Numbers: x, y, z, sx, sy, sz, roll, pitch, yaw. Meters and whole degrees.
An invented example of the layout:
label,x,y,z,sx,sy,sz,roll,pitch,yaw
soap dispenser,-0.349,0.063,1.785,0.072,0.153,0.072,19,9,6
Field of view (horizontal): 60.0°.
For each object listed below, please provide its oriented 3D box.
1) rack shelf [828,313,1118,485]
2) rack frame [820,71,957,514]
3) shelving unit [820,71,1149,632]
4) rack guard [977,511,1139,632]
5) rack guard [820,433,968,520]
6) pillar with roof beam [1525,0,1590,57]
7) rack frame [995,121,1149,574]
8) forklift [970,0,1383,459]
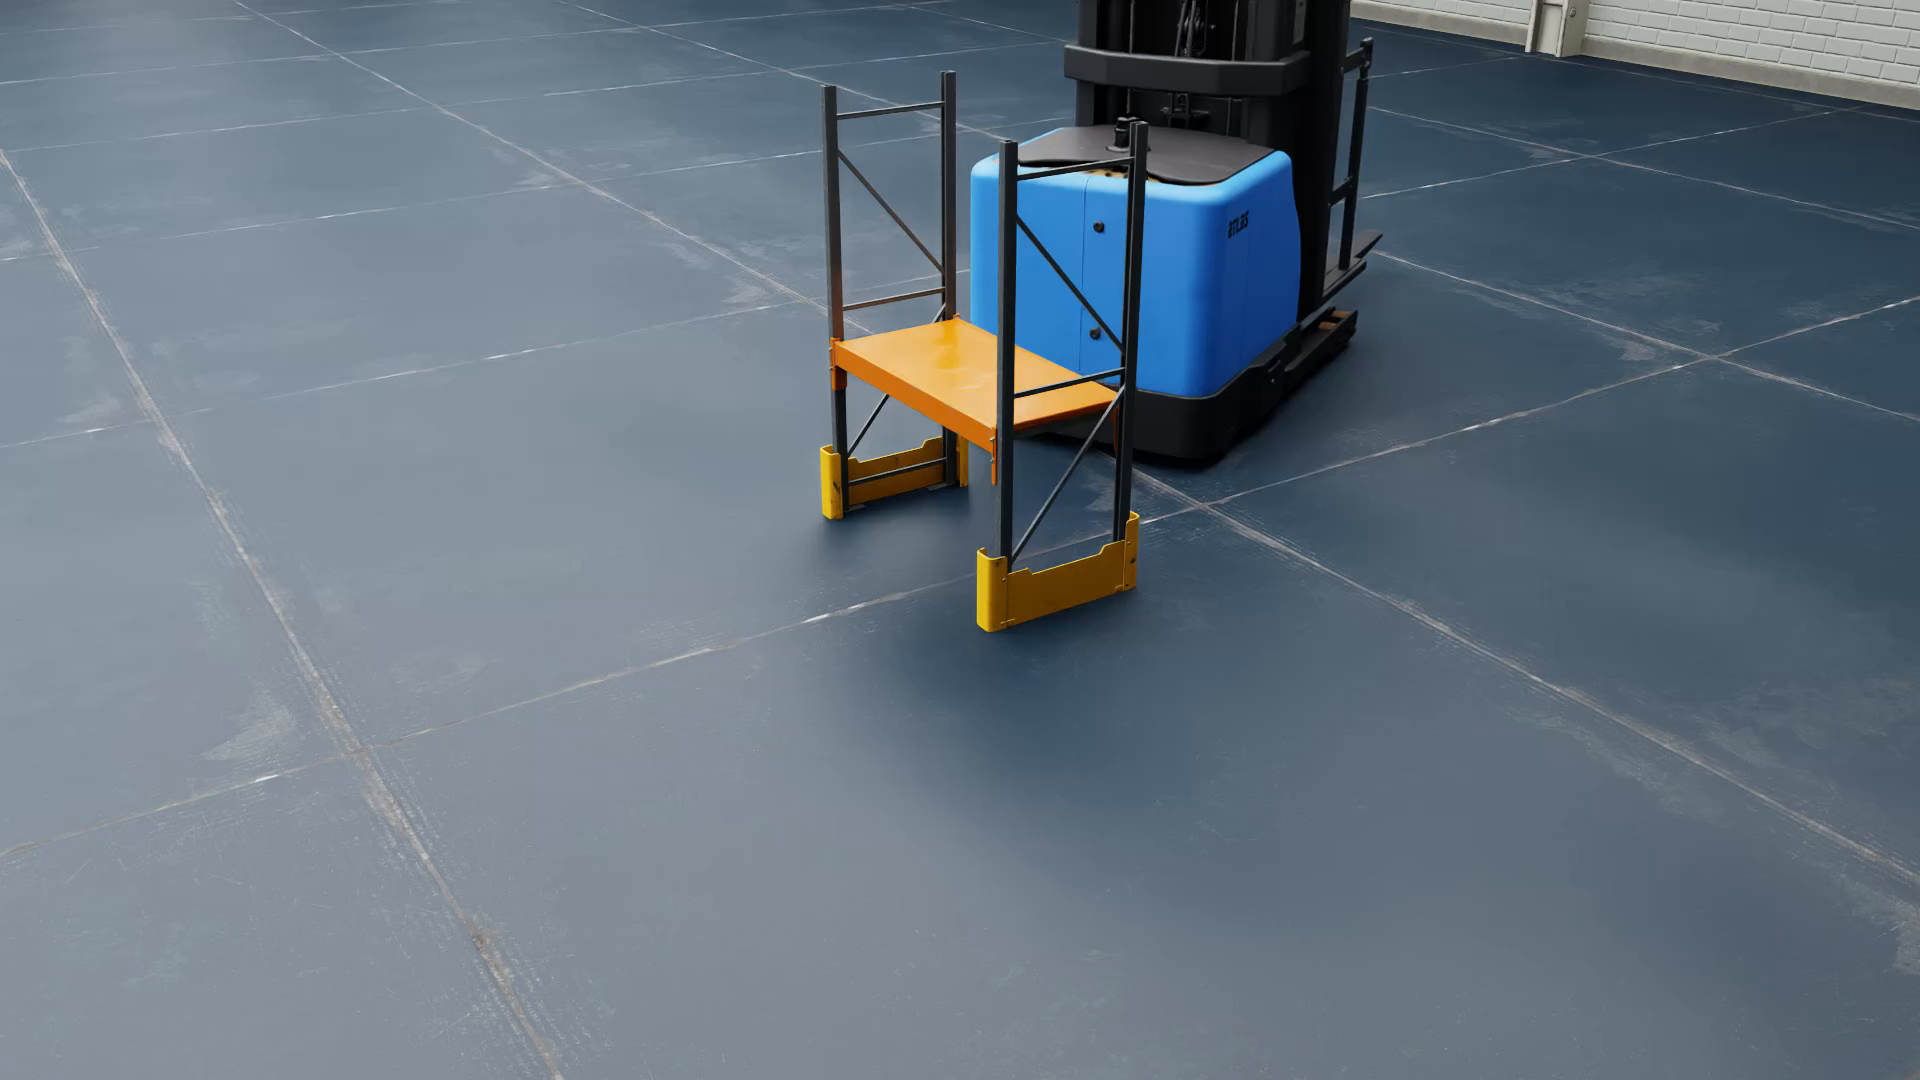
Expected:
label,x,y,z,sx,sy,sz,roll,pitch,yaw
rack shelf,0.047,-0.485,5.442,0.538,0.185,1.000,-16,29,-30
rack frame,-0.231,-0.830,5.750,0.500,1.500,0.032,-16,29,-30
shelving unit,0.042,-0.651,5.372,0.587,1.500,1.083,-16,29,-30
rack guard,0.313,0.092,5.262,0.587,0.250,0.087,-16,29,-30
rack guard,-0.230,-0.264,6.016,0.587,0.250,0.087,-16,29,-30
pillar with roof beam,1.803,-7.509,11.114,9.100,9.000,0.400,-16,29,-30
rack frame,0.324,-0.466,4.980,0.500,1.500,0.032,-16,29,-30
forklift,1.170,-2.223,7.025,1.130,2.935,3.031,13,28,25
